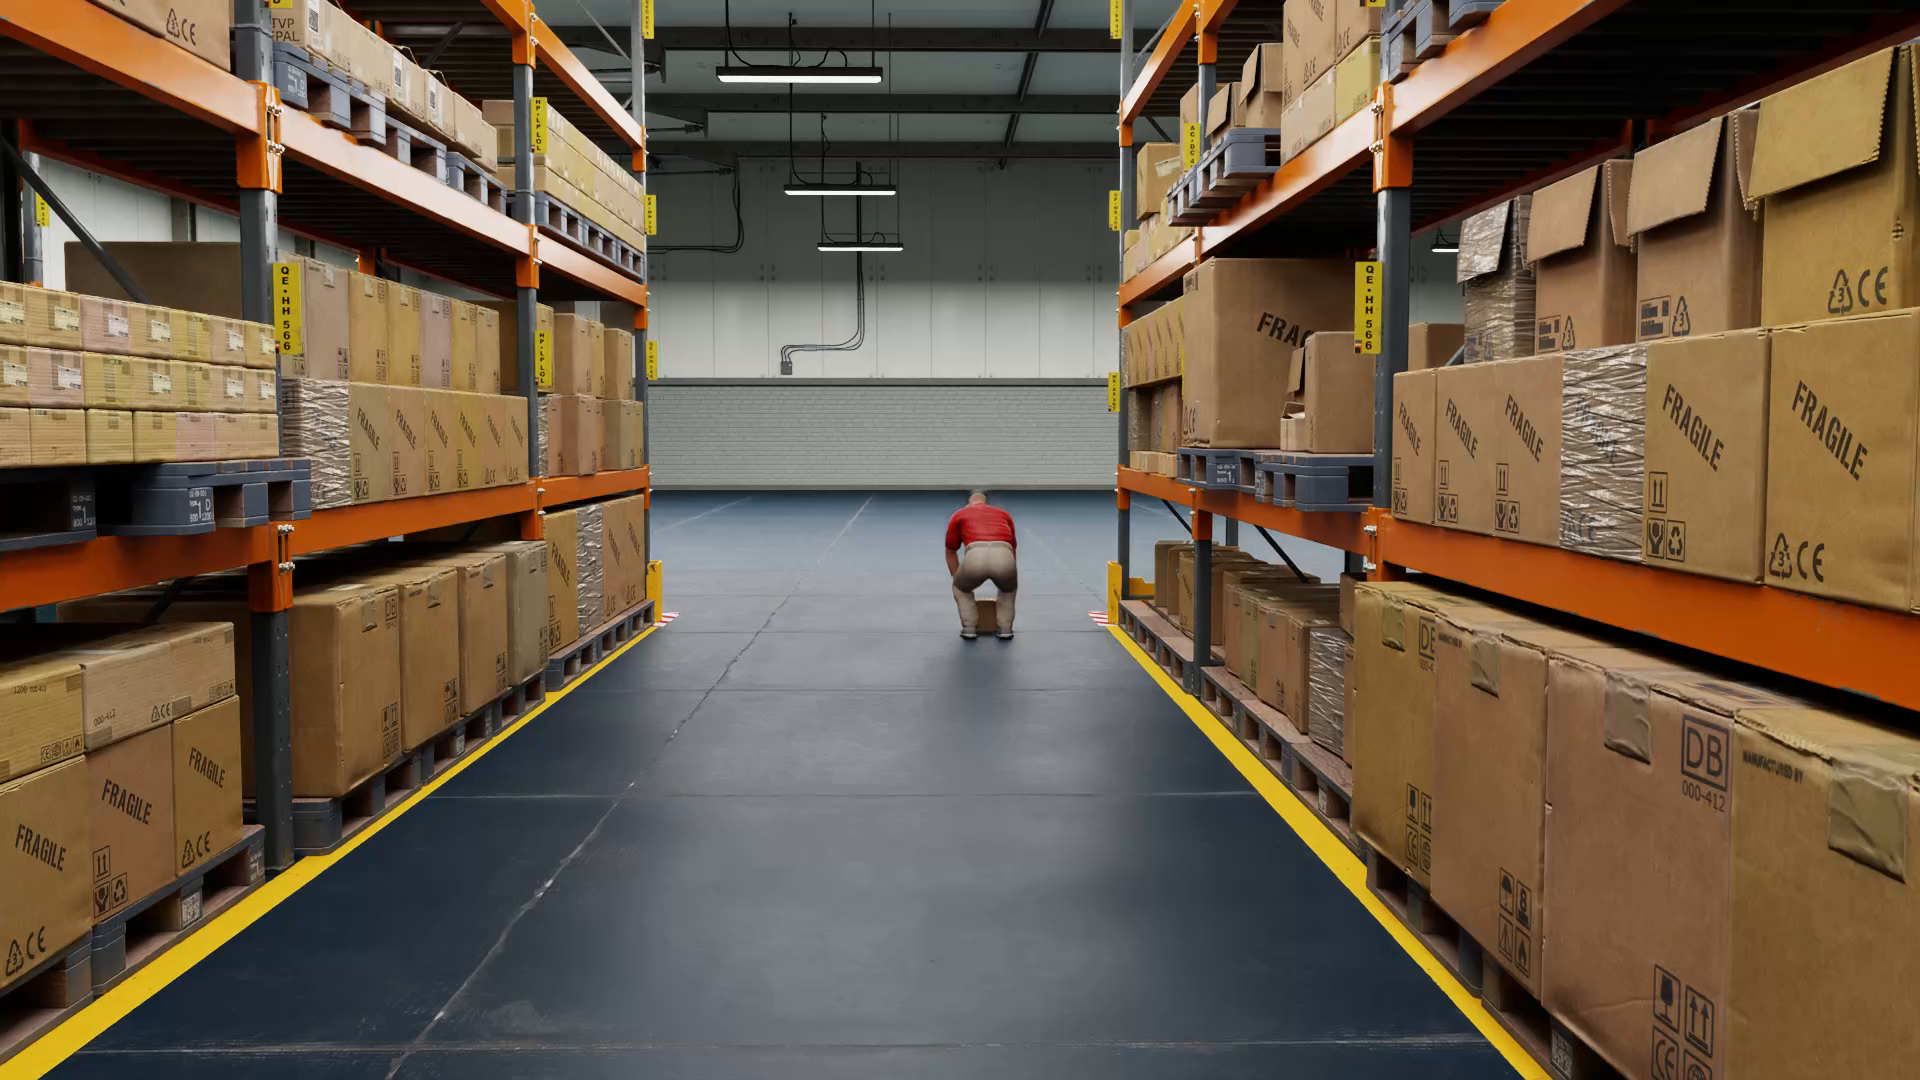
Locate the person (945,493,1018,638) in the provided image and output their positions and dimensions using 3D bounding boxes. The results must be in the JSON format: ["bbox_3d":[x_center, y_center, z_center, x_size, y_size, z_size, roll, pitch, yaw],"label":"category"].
[{"bbox_3d":[0.174,0.206,13.056,0.574,1.102,0.830,0,4,-2],"label":"person"}]
